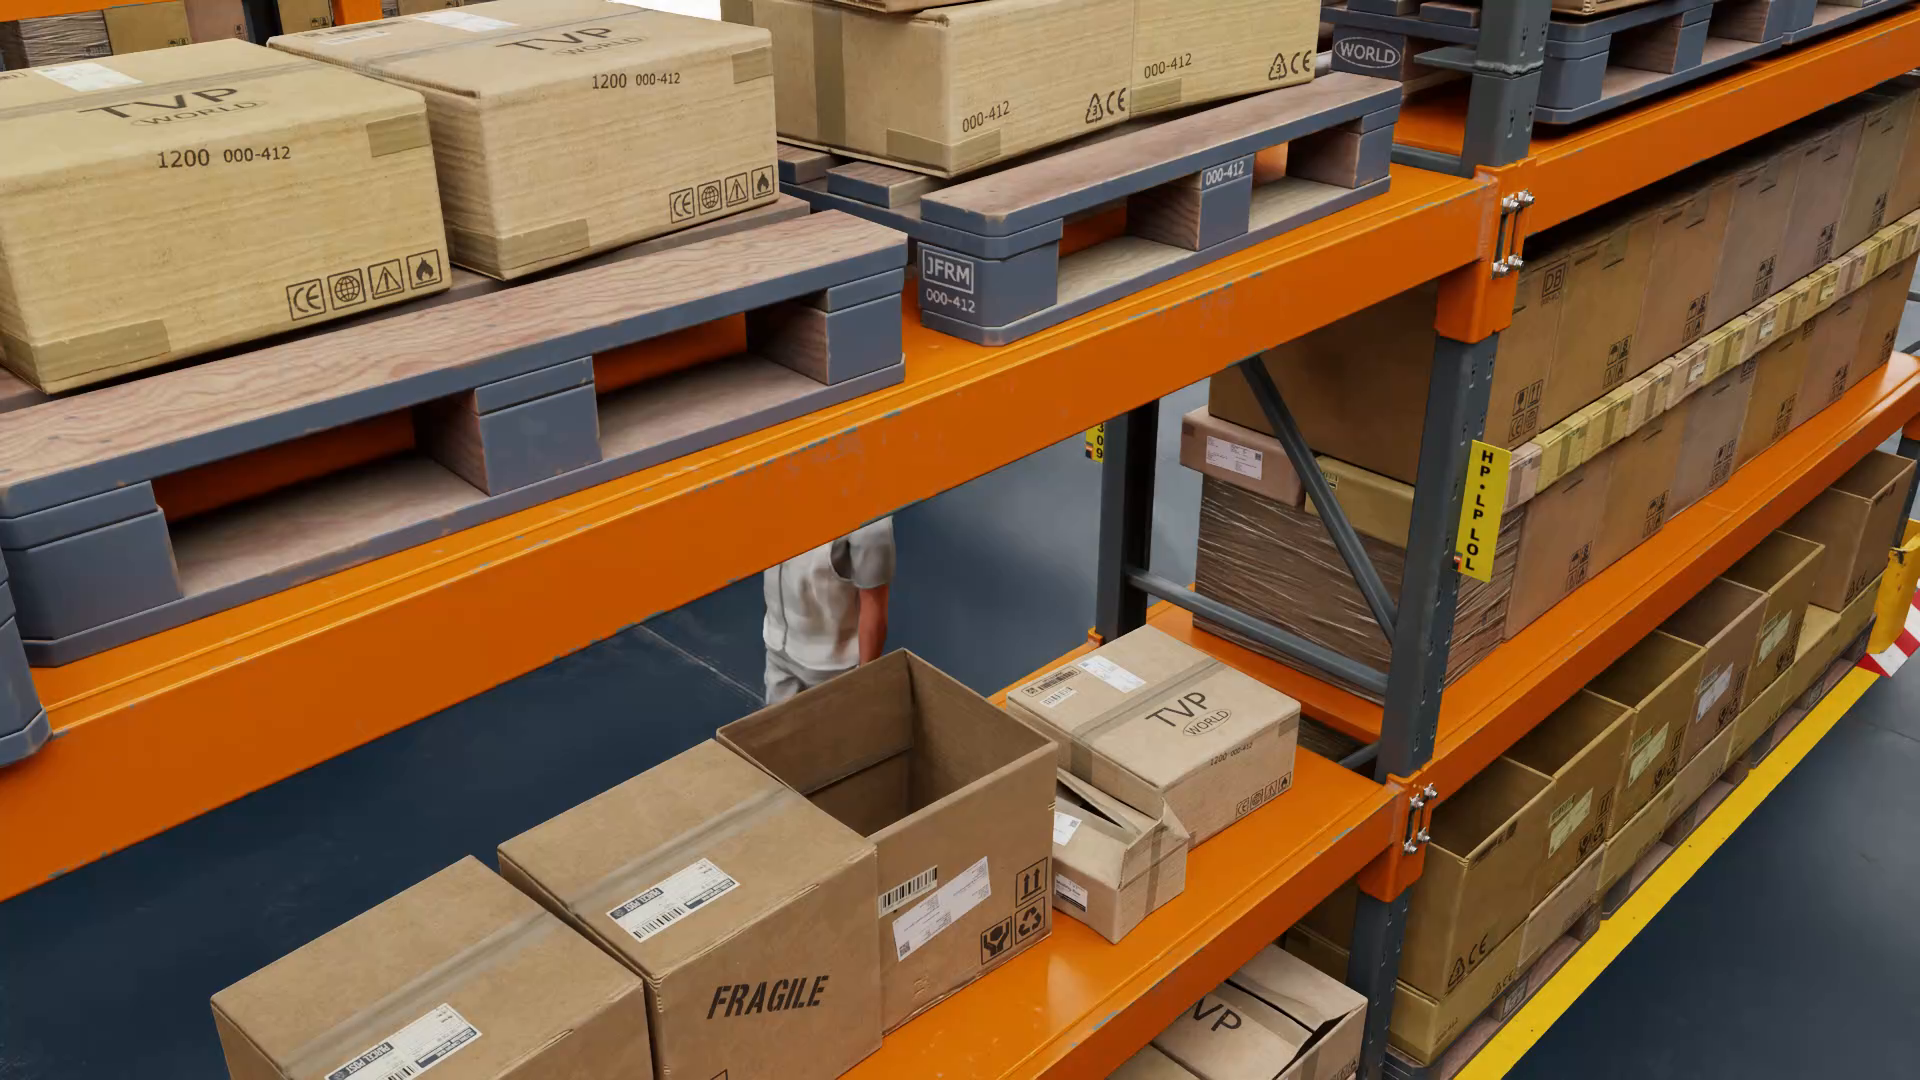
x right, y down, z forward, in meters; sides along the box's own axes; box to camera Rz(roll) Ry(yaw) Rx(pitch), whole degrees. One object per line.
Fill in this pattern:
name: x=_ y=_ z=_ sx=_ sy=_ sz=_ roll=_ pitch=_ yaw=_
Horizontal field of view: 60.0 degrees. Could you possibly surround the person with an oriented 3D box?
person: x=-0.446 y=0.368 z=5.386 sx=0.524 sy=1.787 sz=0.353 roll=25 pitch=36 yaw=39
